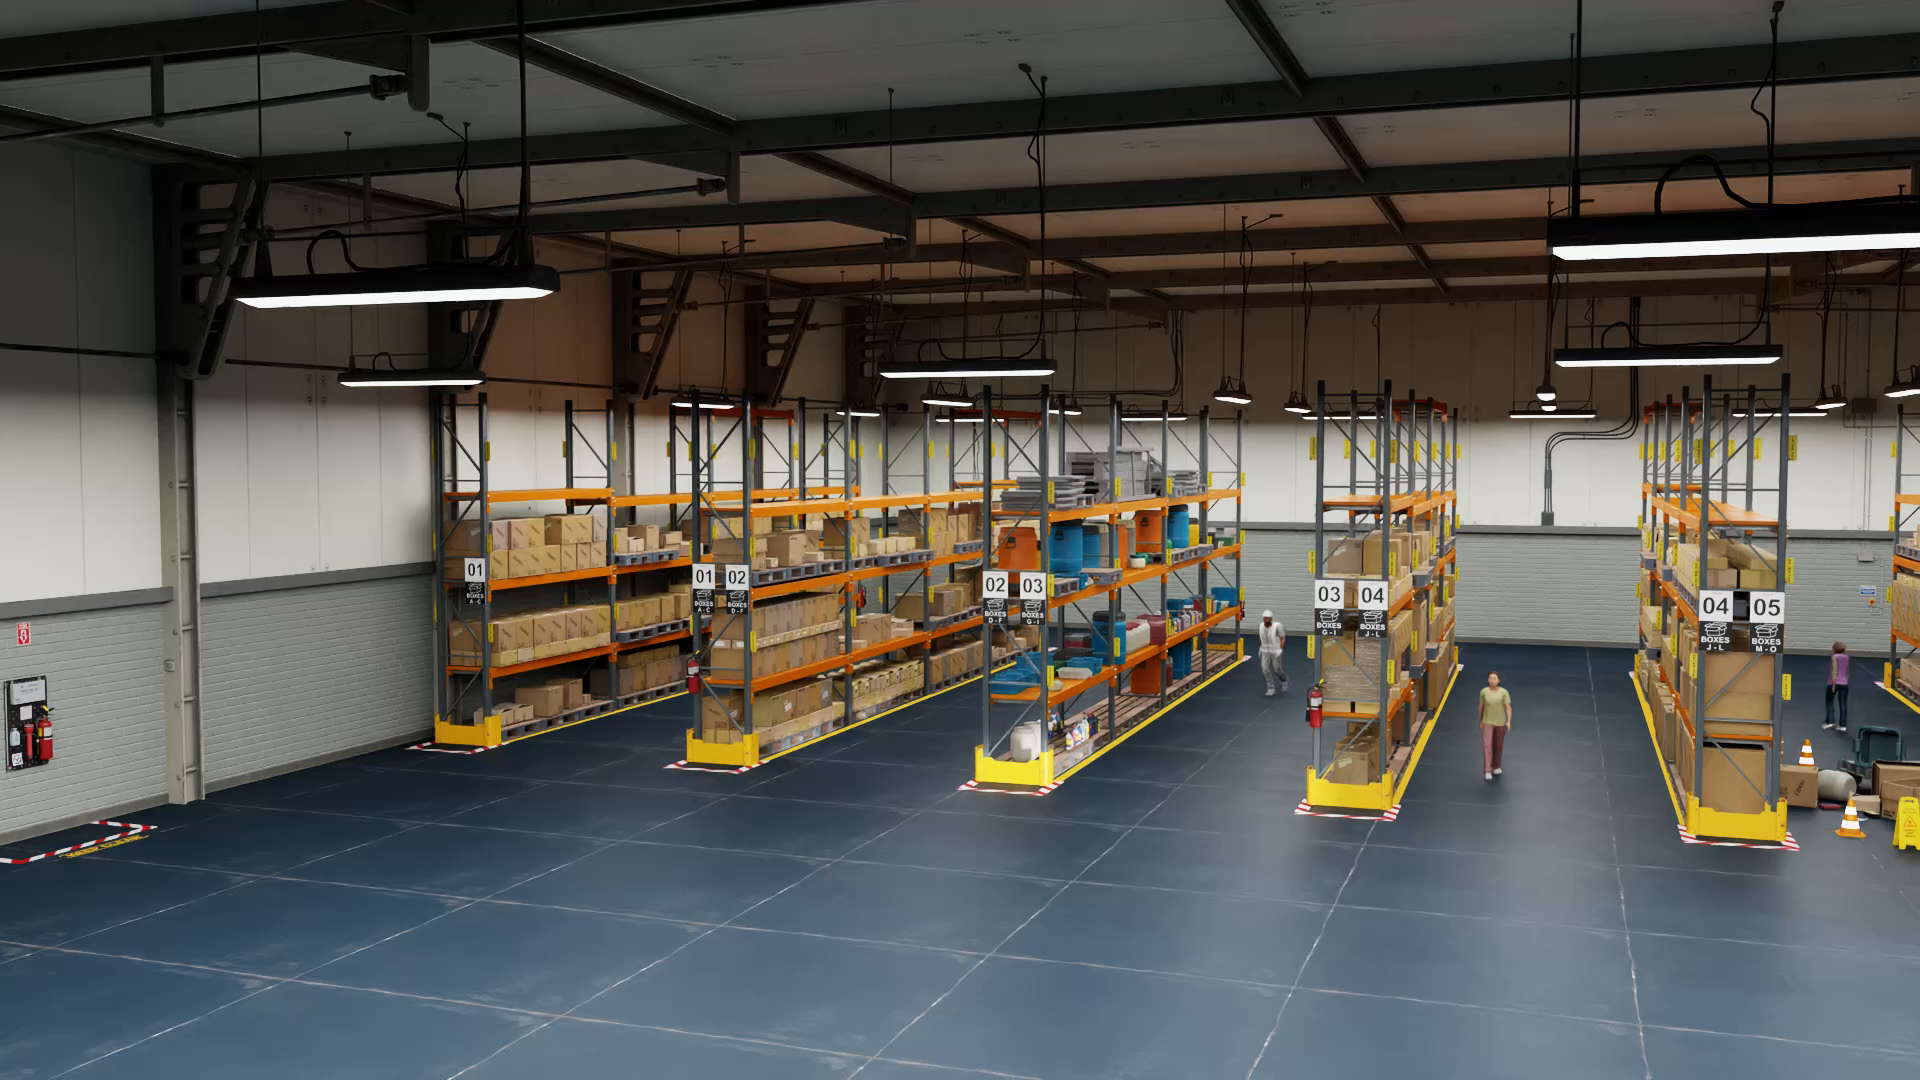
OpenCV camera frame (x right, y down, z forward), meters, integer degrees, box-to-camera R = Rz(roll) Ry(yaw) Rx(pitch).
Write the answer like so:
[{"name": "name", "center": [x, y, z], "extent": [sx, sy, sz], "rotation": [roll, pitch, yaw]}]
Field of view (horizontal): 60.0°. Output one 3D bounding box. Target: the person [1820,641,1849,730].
[{"name": "person", "center": [15.789, 2.637, 29.845], "extent": [0.408, 1.611, 0.625], "rotation": [0, 3, 7]}]

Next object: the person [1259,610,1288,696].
[{"name": "person", "center": [6.462, 2.305, 34.283], "extent": [0.617, 1.754, 0.731], "rotation": [2, 4, 35]}]

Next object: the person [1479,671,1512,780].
[{"name": "person", "center": [8.168, 2.813, 25.369], "extent": [0.471, 1.619, 0.968], "rotation": [1, 3, 15]}]
